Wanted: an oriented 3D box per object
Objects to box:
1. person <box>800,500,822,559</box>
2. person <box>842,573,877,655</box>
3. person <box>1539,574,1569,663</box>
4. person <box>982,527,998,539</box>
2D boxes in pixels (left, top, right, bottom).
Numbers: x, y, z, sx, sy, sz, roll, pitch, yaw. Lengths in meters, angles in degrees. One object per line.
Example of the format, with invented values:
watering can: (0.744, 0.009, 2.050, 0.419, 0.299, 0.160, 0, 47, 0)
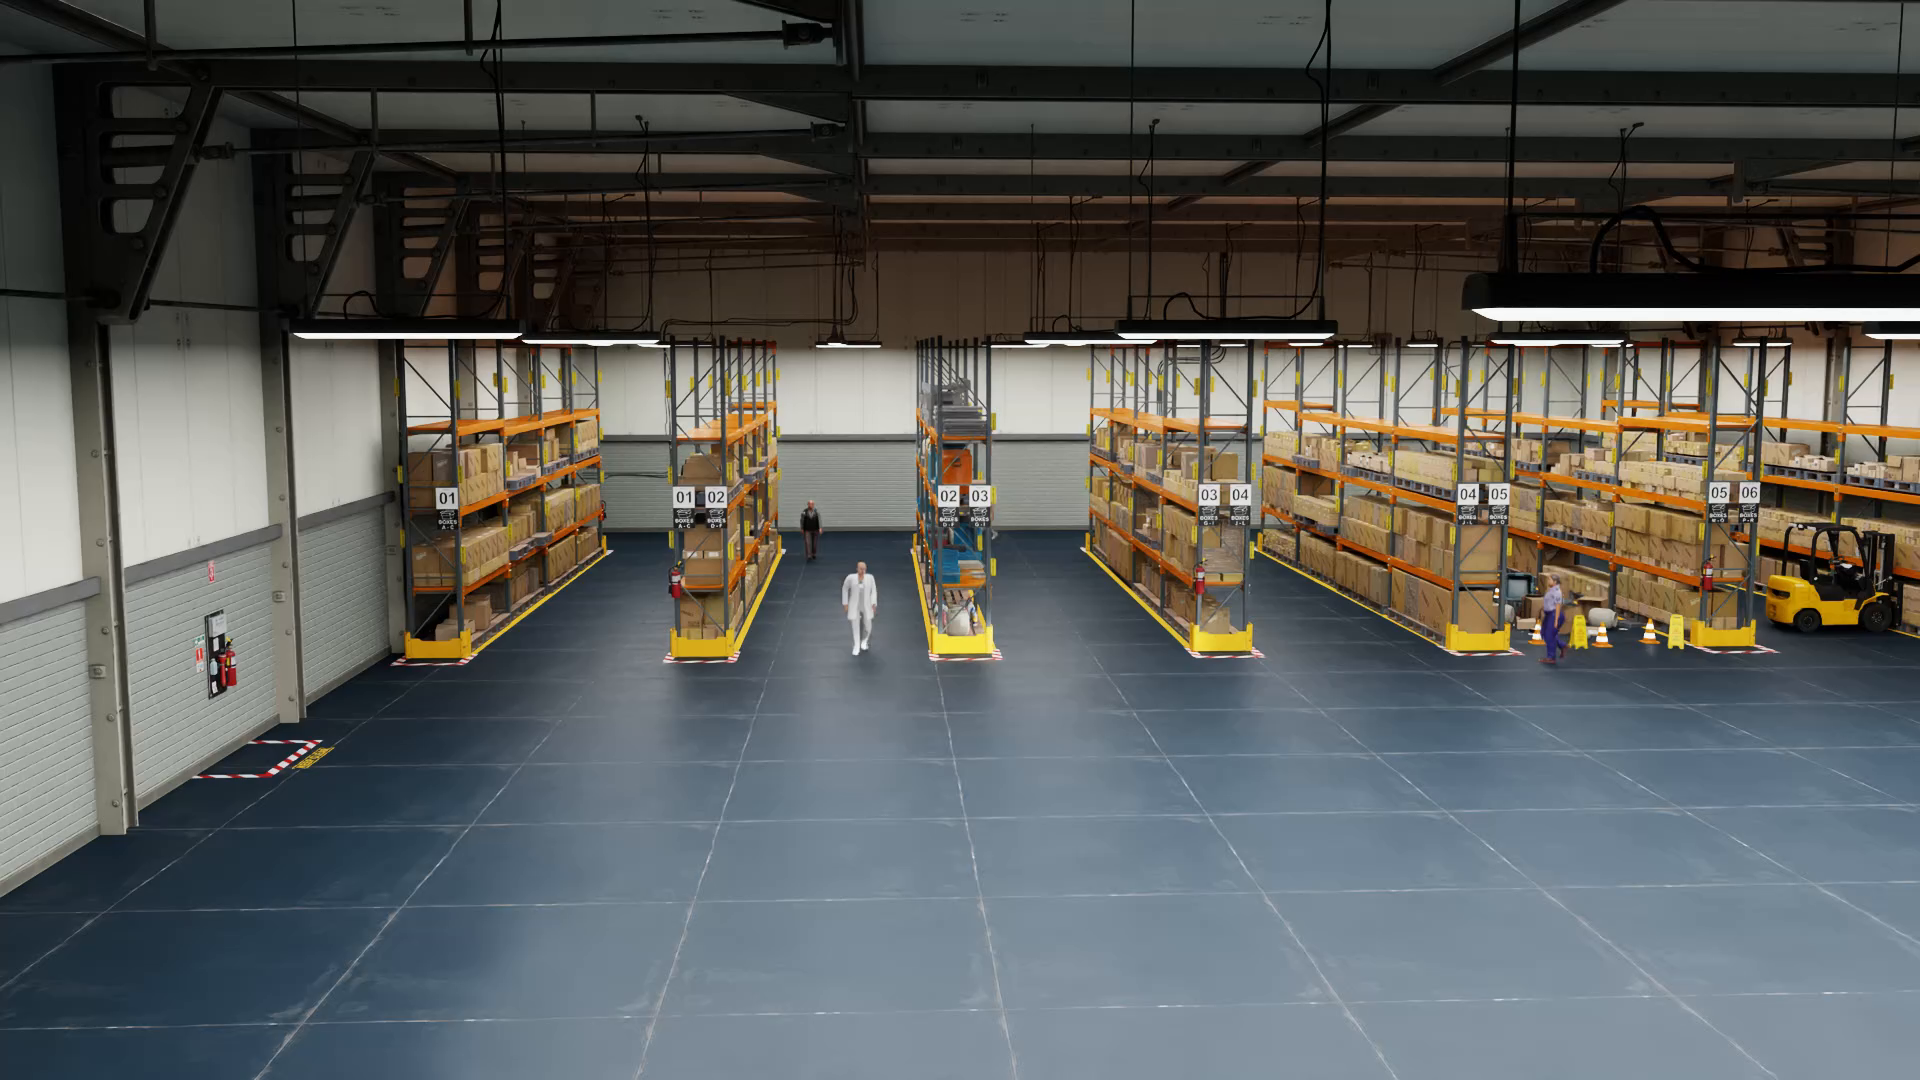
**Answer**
person: (-4.058, -0.290, 45.310, 0.590, 1.614, 0.904, -1, 7, -6)
person: (-1.930, 1.365, 31.665, 0.636, 1.572, 0.681, -2, 7, -15)
person: (10.950, 1.432, 30.516, 0.612, 1.631, 0.484, 0, 6, -1)
person: (0.711, -0.778, 49.659, 1.019, 1.728, 0.537, -3, 7, -26)
